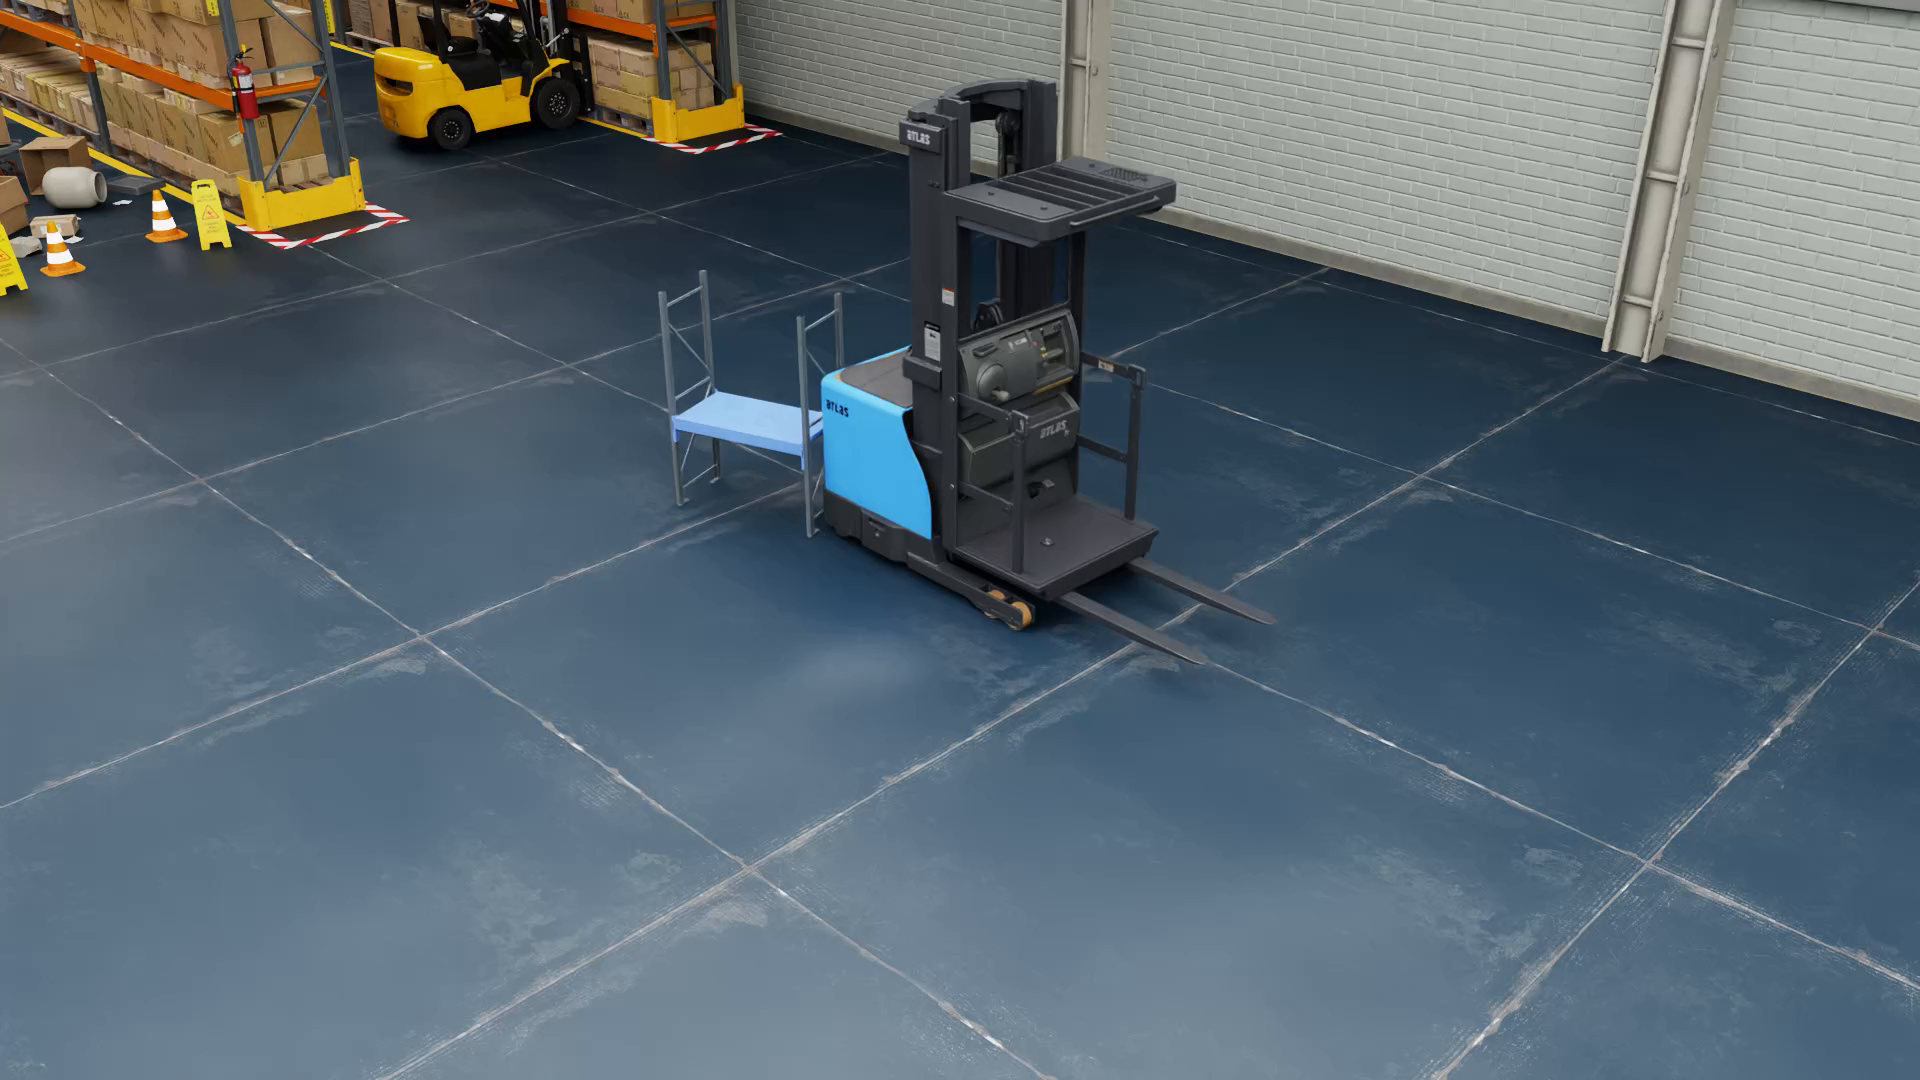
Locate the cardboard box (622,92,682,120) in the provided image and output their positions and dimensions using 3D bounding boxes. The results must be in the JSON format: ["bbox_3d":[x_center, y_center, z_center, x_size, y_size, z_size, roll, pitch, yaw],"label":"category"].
[{"bbox_3d":[-3.715,-5.284,20.072,0.500,0.250,0.500,25,37,39],"label":"cardboard box"}]

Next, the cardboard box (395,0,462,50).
[{"bbox_3d":[-7.476,-7.373,23.644,0.625,0.625,0.875,23,35,36],"label":"cardboard box"}]

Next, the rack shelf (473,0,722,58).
[{"bbox_3d":[-4.584,-6.601,20.847,4.000,0.370,1.077,25,36,38],"label":"rack shelf"}]

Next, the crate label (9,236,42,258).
[{"bbox_3d":[-8.986,-2.820,15.959,0.298,0.136,0.250,7,29,13],"label":"crate label"}]

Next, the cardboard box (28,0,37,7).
[{"bbox_3d":[-10.617,-6.320,19.359,0.380,0.149,0.250,-25,37,-39],"label":"cardboard box"}]

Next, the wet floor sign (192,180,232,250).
[{"bbox_3d":[-7.250,-3.159,16.058,0.267,0.644,0.232,-13,30,-22],"label":"wet floor sign"}]

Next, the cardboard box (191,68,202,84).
[{"bbox_3d":[-7.478,-4.695,16.718,0.250,0.149,0.380,24,36,38],"label":"cardboard box"}]

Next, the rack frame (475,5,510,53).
[{"bbox_3d":[-6.010,-7.572,21.920,0.127,3.000,1.000,25,36,38],"label":"rack frame"}]

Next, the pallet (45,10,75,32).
[{"bbox_3d":[-9.931,-6.136,19.396,1.213,0.211,1.003,25,36,38],"label":"pallet"}]

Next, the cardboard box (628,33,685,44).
[{"bbox_3d":[-3.727,-6.059,20.473,0.500,0.250,0.500,25,36,38],"label":"cardboard box"}]

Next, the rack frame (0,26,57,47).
[{"bbox_3d":[-12.340,-7.228,21.267,0.127,3.000,1.000,25,36,38],"label":"rack frame"}]

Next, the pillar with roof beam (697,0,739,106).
[{"bbox_3d":[-6.041,-8.020,16.326,0.400,9.000,9.100,25,36,38],"label":"pillar with roof beam"}]

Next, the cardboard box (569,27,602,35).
[{"bbox_3d":[-4.796,-6.219,20.776,0.500,0.250,0.500,24,36,37],"label":"cardboard box"}]

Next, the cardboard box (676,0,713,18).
[{"bbox_3d":[-3.317,-6.565,19.898,0.500,0.500,0.500,-24,36,-38],"label":"cardboard box"}]

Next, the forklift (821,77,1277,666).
[{"bbox_3d":[0.501,-1.039,9.569,1.130,2.935,3.031,-24,36,-38],"label":"forklift"}]

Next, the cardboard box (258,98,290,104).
[{"bbox_3d":[-7.410,-4.451,17.682,0.500,0.500,0.500,23,35,37],"label":"cardboard box"}]

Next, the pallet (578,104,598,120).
[{"bbox_3d":[-4.598,-5.666,21.292,1.213,0.211,1.003,25,36,38],"label":"pallet"}]

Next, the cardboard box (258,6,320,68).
[{"bbox_3d":[-6.779,-5.041,16.680,0.500,0.500,0.500,24,36,38],"label":"cardboard box"}]

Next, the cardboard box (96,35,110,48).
[{"bbox_3d":[-9.271,-5.538,18.322,0.380,0.149,0.250,-24,36,-38],"label":"cardboard box"}]

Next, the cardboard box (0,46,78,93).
[{"bbox_3d":[-11.944,-6.064,21.424,0.625,0.372,0.950,22,35,35],"label":"cardboard box"}]

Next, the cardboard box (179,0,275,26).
[{"bbox_3d":[-7.153,-5.331,16.157,0.500,0.500,0.700,24,36,37],"label":"cardboard box"}]

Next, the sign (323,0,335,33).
[{"bbox_3d":[-6.255,-5.181,16.444,0.005,0.325,0.100,25,36,38],"label":"sign"}]

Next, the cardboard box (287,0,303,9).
[{"bbox_3d":[-10.039,-8.360,25.653,0.500,0.500,0.500,-23,36,-37],"label":"cardboard box"}]

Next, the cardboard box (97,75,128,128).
[{"bbox_3d":[-9.256,-4.942,18.616,0.500,0.500,0.500,-23,36,-37],"label":"cardboard box"}]

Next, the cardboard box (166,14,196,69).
[{"bbox_3d":[-7.569,-5.045,16.687,0.500,0.500,0.500,25,36,38],"label":"cardboard box"}]

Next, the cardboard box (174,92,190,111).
[{"bbox_3d":[-7.875,-4.561,17.196,0.380,0.149,0.250,-25,36,-38],"label":"cardboard box"}]

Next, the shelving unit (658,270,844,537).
[{"bbox_3d":[-1.325,-0.894,10.832,1.048,1.500,0.538,13,30,23],"label":"shelving unit"}]

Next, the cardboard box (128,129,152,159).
[{"bbox_3d":[-8.868,-4.440,18.467,0.500,0.250,0.500,-23,35,-36],"label":"cardboard box"}]

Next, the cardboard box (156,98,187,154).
[{"bbox_3d":[-8.119,-4.430,17.643,0.500,0.500,0.500,24,36,37],"label":"cardboard box"}]

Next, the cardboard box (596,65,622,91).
[{"bbox_3d":[-4.074,-5.679,20.287,0.500,0.250,0.500,24,36,38],"label":"cardboard box"}]

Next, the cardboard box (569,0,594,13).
[{"bbox_3d":[-4.422,-6.724,20.200,0.500,0.500,0.500,24,36,37],"label":"cardboard box"}]

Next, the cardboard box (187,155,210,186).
[{"bbox_3d":[-7.764,-3.933,17.503,0.500,0.250,0.500,25,37,39],"label":"cardboard box"}]

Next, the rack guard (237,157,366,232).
[{"bbox_3d":[-6.690,-3.537,16.932,0.348,0.500,1.175,25,36,38],"label":"rack guard"}]

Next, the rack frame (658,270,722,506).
[{"bbox_3d":[-1.782,-0.998,11.030,0.032,1.500,0.500,13,30,23],"label":"rack frame"}]

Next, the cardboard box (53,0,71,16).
[{"bbox_3d":[-10.048,-6.074,18.891,0.380,0.149,0.250,-25,36,-38],"label":"cardboard box"}]

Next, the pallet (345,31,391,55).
[{"bbox_3d":[-8.303,-7.361,24.516,1.213,0.211,1.003,25,36,38],"label":"pallet"}]

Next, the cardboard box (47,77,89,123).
[{"bbox_3d":[-10.378,-5.350,20.067,0.950,0.372,0.625,-23,35,-36],"label":"cardboard box"}]

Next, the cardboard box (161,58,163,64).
[{"bbox_3d":[-8.128,-5.063,17.419,0.250,0.149,0.380,25,36,38],"label":"cardboard box"}]

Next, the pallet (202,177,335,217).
[{"bbox_3d":[-7.244,-3.686,17.526,1.213,0.211,1.003,25,36,38],"label":"pallet"}]

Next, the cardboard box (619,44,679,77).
[{"bbox_3d":[-3.705,-5.725,19.837,0.500,0.250,0.500,-24,36,-38],"label":"cardboard box"}]

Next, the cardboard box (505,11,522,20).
[{"bbox_3d":[-5.885,-6.721,21.732,0.500,0.250,0.500,24,36,38],"label":"cardboard box"}]

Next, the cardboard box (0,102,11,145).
[{"bbox_3d":[-10.714,-4.552,18.049,0.500,0.500,0.500,25,36,38],"label":"cardboard box"}]

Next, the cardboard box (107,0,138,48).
[{"bbox_3d":[-8.646,-5.539,17.627,0.500,0.500,0.500,24,36,38],"label":"cardboard box"}]

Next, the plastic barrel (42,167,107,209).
[{"bbox_3d":[-9.170,-3.649,17.229,0.512,0.421,0.421,-3,28,-5],"label":"plastic barrel"}]

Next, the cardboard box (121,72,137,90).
[{"bbox_3d":[-8.841,-5.001,18.032,0.380,0.149,0.250,-24,36,-37],"label":"cardboard box"}]

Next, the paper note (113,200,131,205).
[{"bbox_3d":[-8.793,-3.551,17.463,0.148,0.019,0.142,12,30,22],"label":"paper note"}]

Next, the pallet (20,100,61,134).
[{"bbox_3d":[-10.918,-5.341,20.674,1.213,0.211,1.003,25,36,38],"label":"pallet"}]

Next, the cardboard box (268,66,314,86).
[{"bbox_3d":[-6.732,-4.686,16.703,0.250,0.149,0.380,25,37,39],"label":"cardboard box"}]

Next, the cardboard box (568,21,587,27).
[{"bbox_3d":[-4.801,-6.557,21.419,0.500,0.250,0.500,25,37,39],"label":"cardboard box"}]
